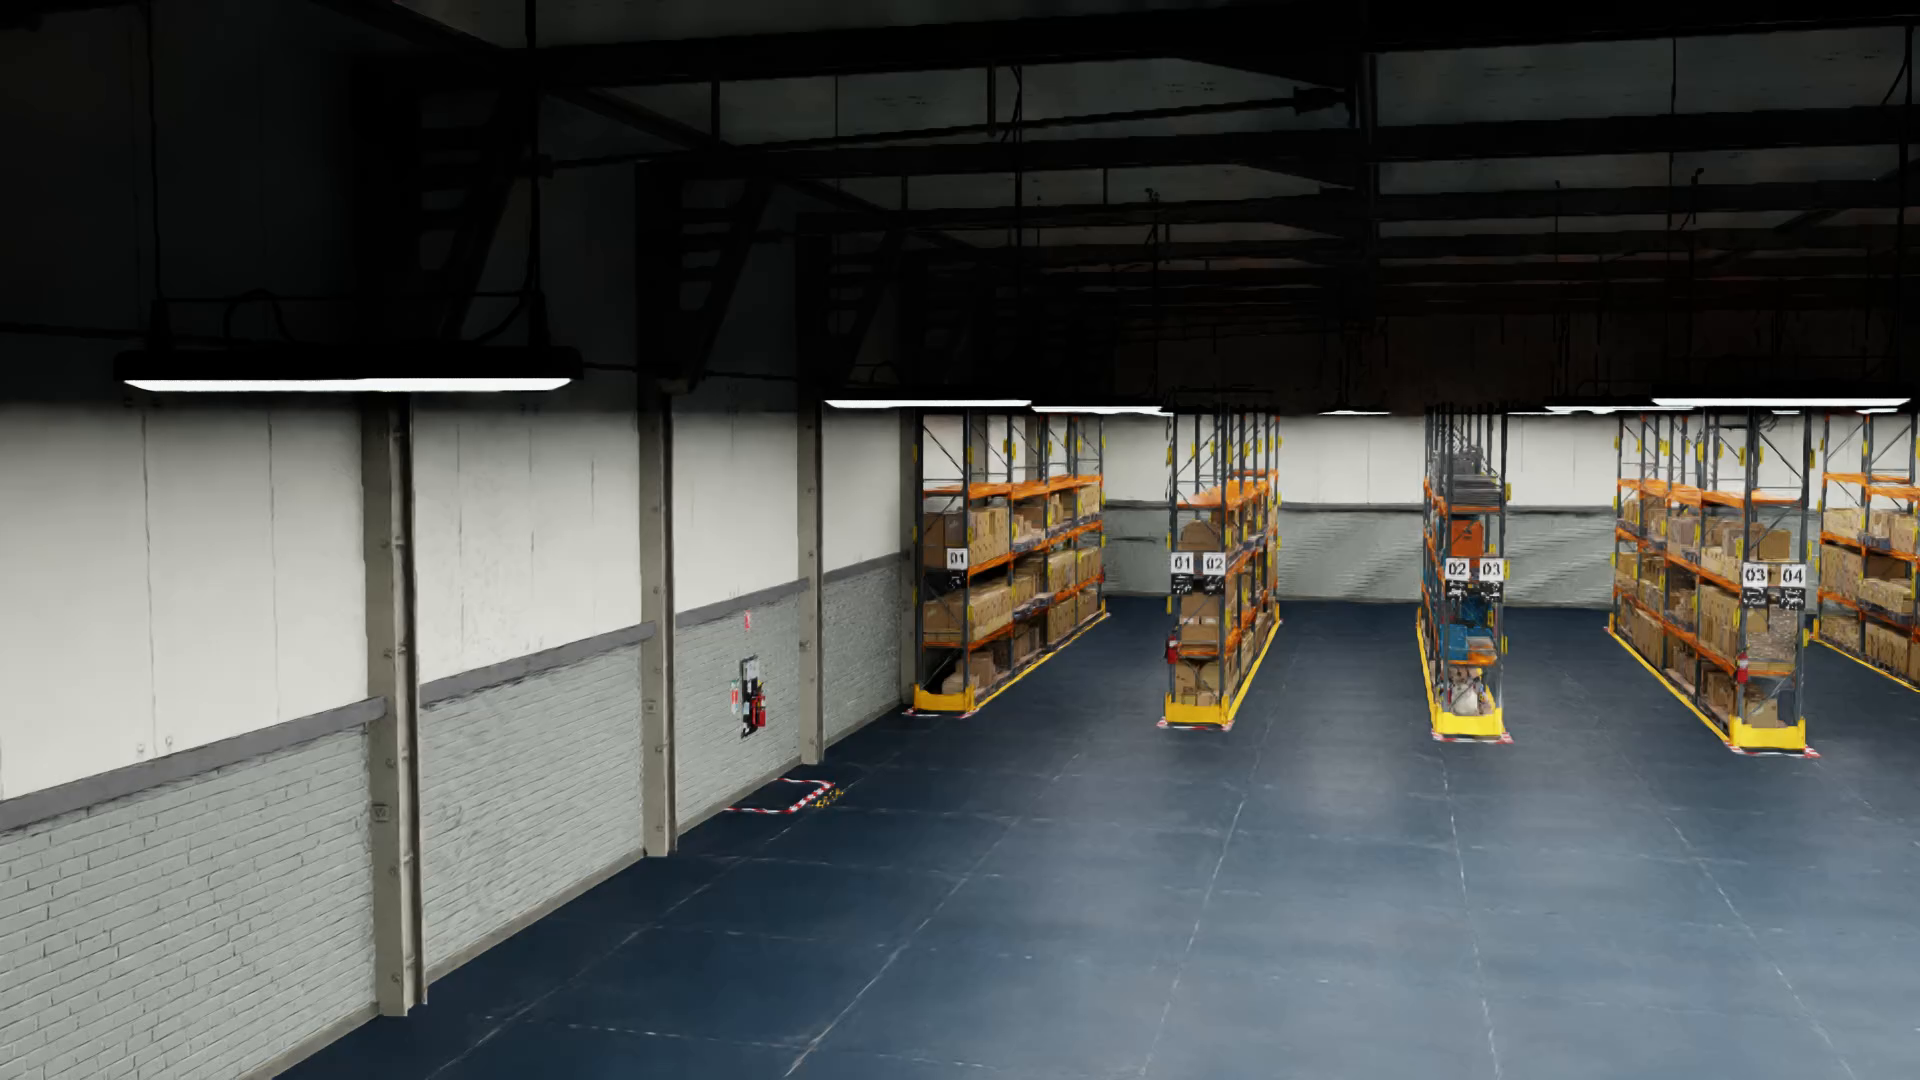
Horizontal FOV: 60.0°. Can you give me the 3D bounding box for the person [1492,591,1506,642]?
[{"bbox_3d":[13.715,1.743,42.305,0.385,1.678,0.590,0,4,5],"label":"person"}]
